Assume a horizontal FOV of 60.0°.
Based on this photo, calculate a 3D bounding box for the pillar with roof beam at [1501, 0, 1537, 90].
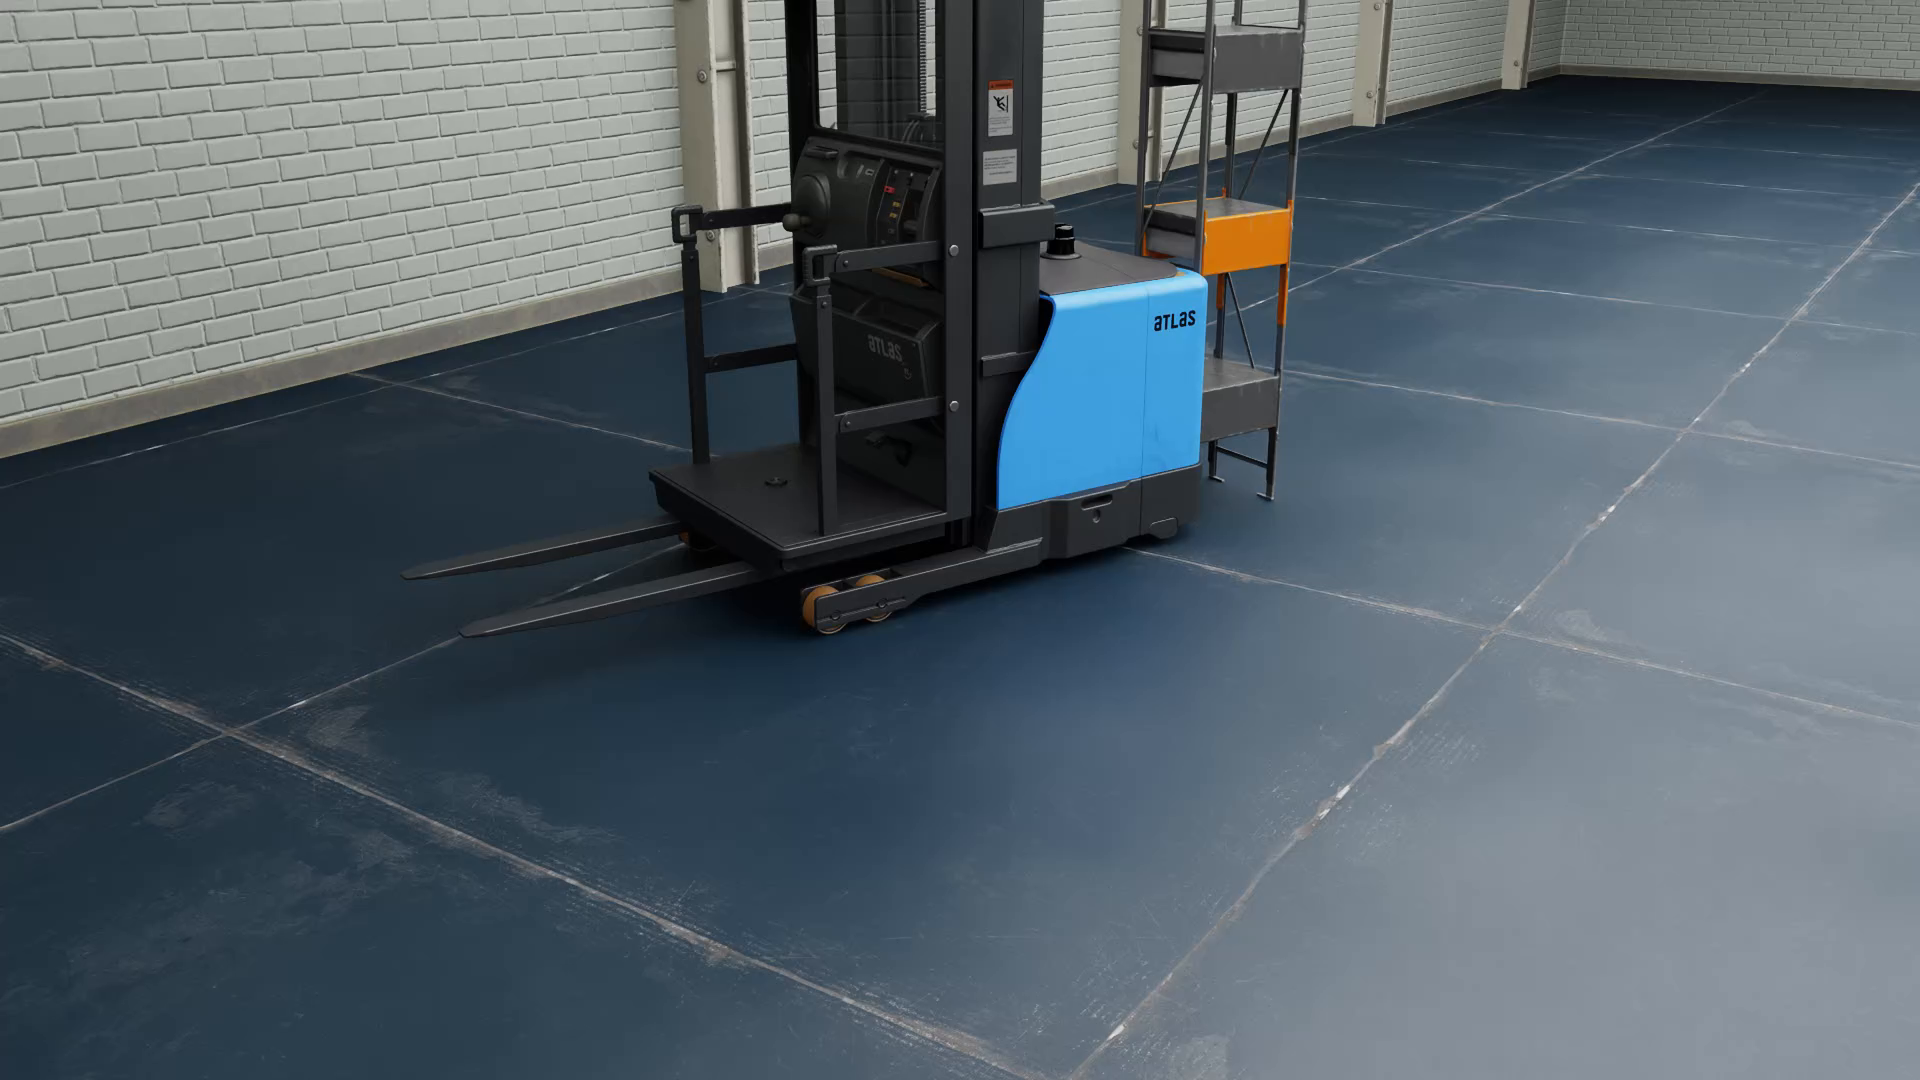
[{"bbox_3d":[12.044,-10.315,21.680,9.100,9.000,0.400,13,24,32],"label":"pillar with roof beam"}]

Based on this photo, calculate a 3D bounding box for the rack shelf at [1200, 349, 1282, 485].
[{"bbox_3d":[1.043,-0.495,7.132,0.480,0.518,0.431,-13,24,-32],"label":"rack shelf"}]

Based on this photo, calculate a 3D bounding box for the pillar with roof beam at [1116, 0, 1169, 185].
[{"bbox_3d":[5.298,-6.872,12.372,9.100,9.000,0.400,13,24,32],"label":"pillar with roof beam"}]

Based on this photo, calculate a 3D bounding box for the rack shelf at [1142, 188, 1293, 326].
[{"bbox_3d":[1.043,-1.151,6.890,0.480,0.518,0.431,-13,24,-32],"label":"rack shelf"}]

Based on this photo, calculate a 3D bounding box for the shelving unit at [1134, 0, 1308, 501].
[{"bbox_3d":[1.043,-1.164,6.885,0.503,2.100,0.431,-13,24,-32],"label":"shelving unit"}]

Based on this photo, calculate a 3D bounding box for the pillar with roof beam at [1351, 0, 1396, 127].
[{"bbox_3d":[8.671,-8.593,17.026,9.100,9.000,0.400,13,24,32],"label":"pillar with roof beam"}]

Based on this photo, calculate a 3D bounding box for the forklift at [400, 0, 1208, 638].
[{"bbox_3d":[-0.520,-1.251,5.922,3.031,2.935,1.130,-13,24,-32],"label":"forklift"}]

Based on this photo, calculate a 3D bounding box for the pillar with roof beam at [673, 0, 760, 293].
[{"bbox_3d":[1.925,-5.150,7.718,9.100,9.000,0.400,13,24,32],"label":"pillar with roof beam"}]

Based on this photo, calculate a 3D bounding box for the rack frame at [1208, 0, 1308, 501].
[{"bbox_3d":[1.244,-1.212,7.014,0.015,2.100,0.400,-13,24,-32],"label":"rack frame"}]

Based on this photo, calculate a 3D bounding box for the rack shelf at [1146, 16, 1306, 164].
[{"bbox_3d":[1.043,-1.808,6.647,0.480,0.518,0.431,-13,24,-32],"label":"rack shelf"}]

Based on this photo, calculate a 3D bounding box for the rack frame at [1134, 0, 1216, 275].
[{"bbox_3d":[0.842,-1.116,6.755,0.015,2.100,0.400,-13,24,-32],"label":"rack frame"}]
